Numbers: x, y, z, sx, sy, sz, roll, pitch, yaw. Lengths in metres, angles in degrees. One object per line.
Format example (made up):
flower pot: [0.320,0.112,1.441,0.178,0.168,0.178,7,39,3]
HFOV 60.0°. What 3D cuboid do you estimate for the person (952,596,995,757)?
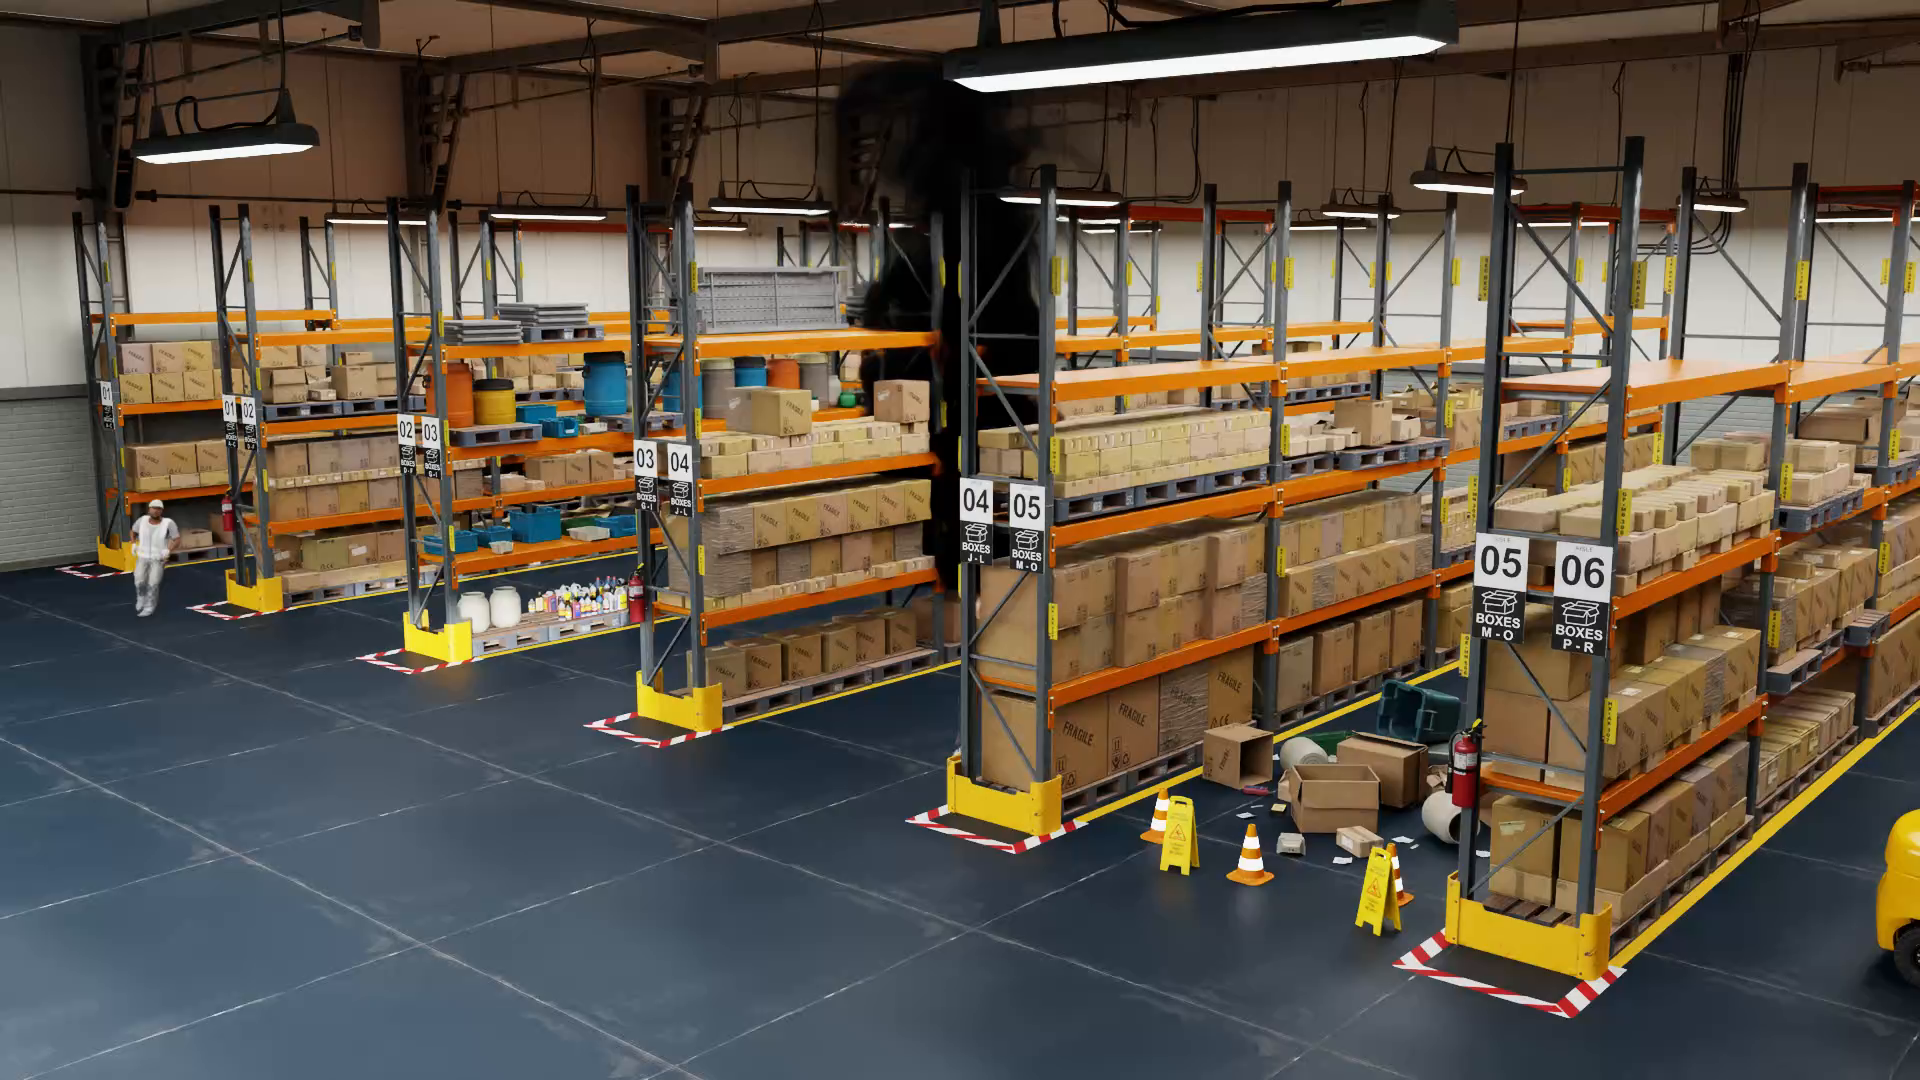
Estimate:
person: [0.230,1.399,17.404,0.574,1.655,0.969,6,11,33]

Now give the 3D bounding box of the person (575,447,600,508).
person: [-7.282,-1.115,32.532,0.697,1.831,0.966,6,11,32]

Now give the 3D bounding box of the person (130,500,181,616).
person: [-11.861,0.261,24.509,0.729,1.731,0.573,-2,10,-14]
